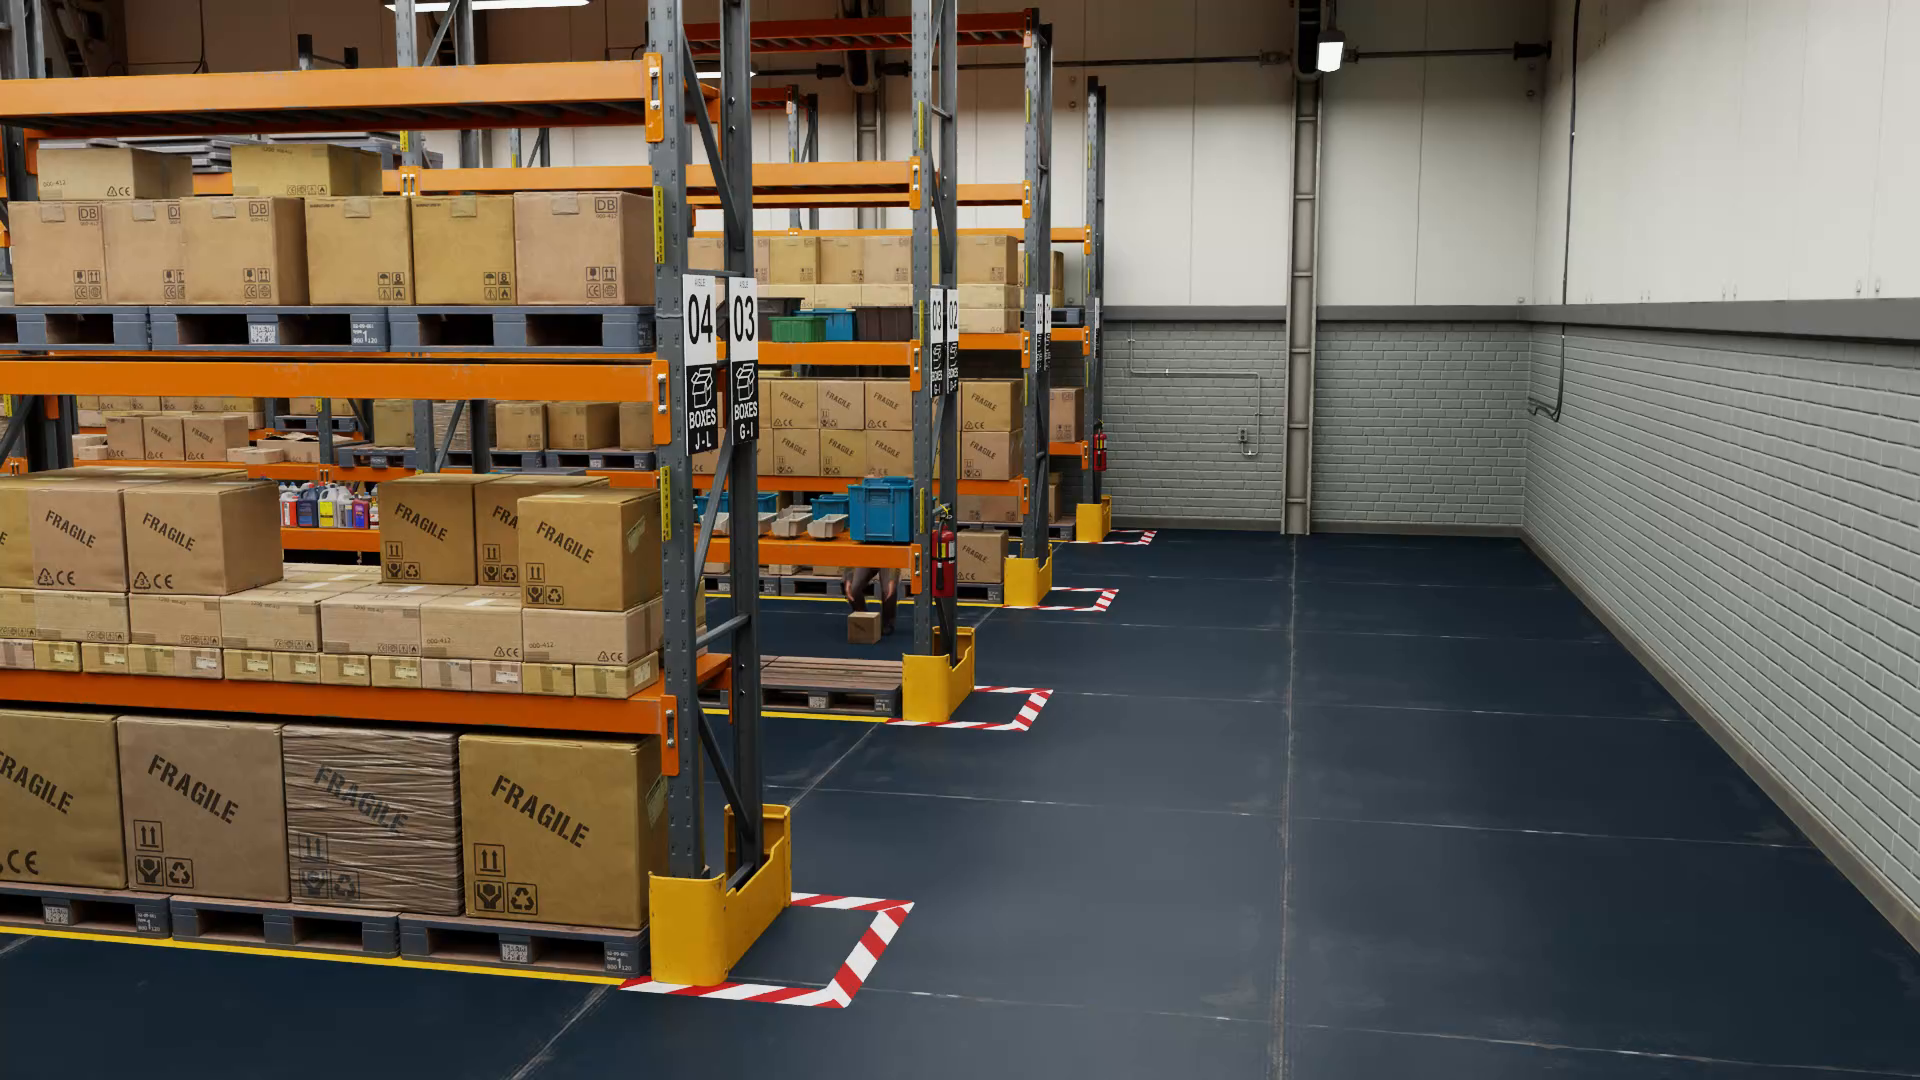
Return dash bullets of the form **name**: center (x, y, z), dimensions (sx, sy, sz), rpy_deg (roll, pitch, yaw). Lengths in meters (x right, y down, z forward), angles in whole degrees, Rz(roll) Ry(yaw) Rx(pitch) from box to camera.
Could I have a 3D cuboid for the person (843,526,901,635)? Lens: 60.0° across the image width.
- **person**: center (-0.783, 0.282, 15.687), dimensions (0.582, 1.225, 0.794), rpy_deg (2, 8, 11)
